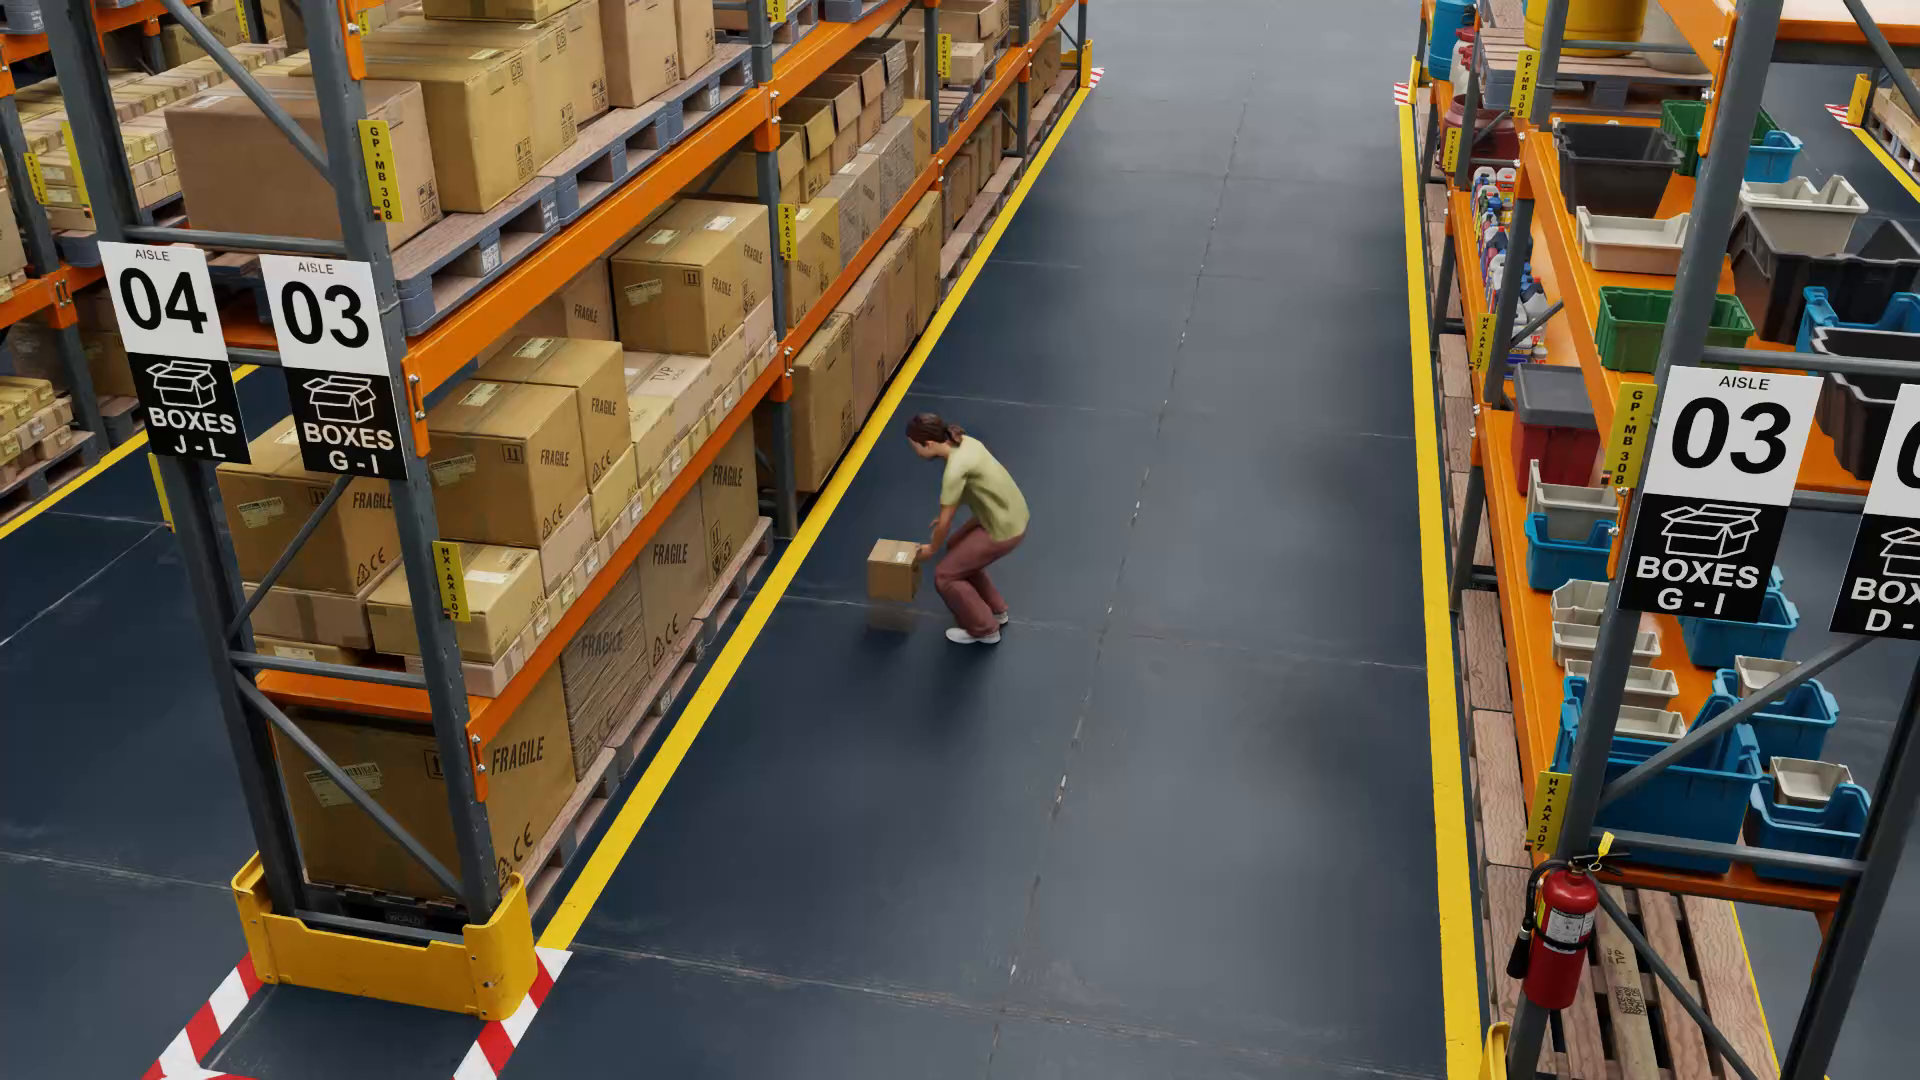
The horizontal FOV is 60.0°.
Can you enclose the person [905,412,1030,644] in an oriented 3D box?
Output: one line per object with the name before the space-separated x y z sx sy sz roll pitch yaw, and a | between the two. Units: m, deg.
person | 0.037 -0.065 9.091 0.666 1.335 0.511 6 29 11
